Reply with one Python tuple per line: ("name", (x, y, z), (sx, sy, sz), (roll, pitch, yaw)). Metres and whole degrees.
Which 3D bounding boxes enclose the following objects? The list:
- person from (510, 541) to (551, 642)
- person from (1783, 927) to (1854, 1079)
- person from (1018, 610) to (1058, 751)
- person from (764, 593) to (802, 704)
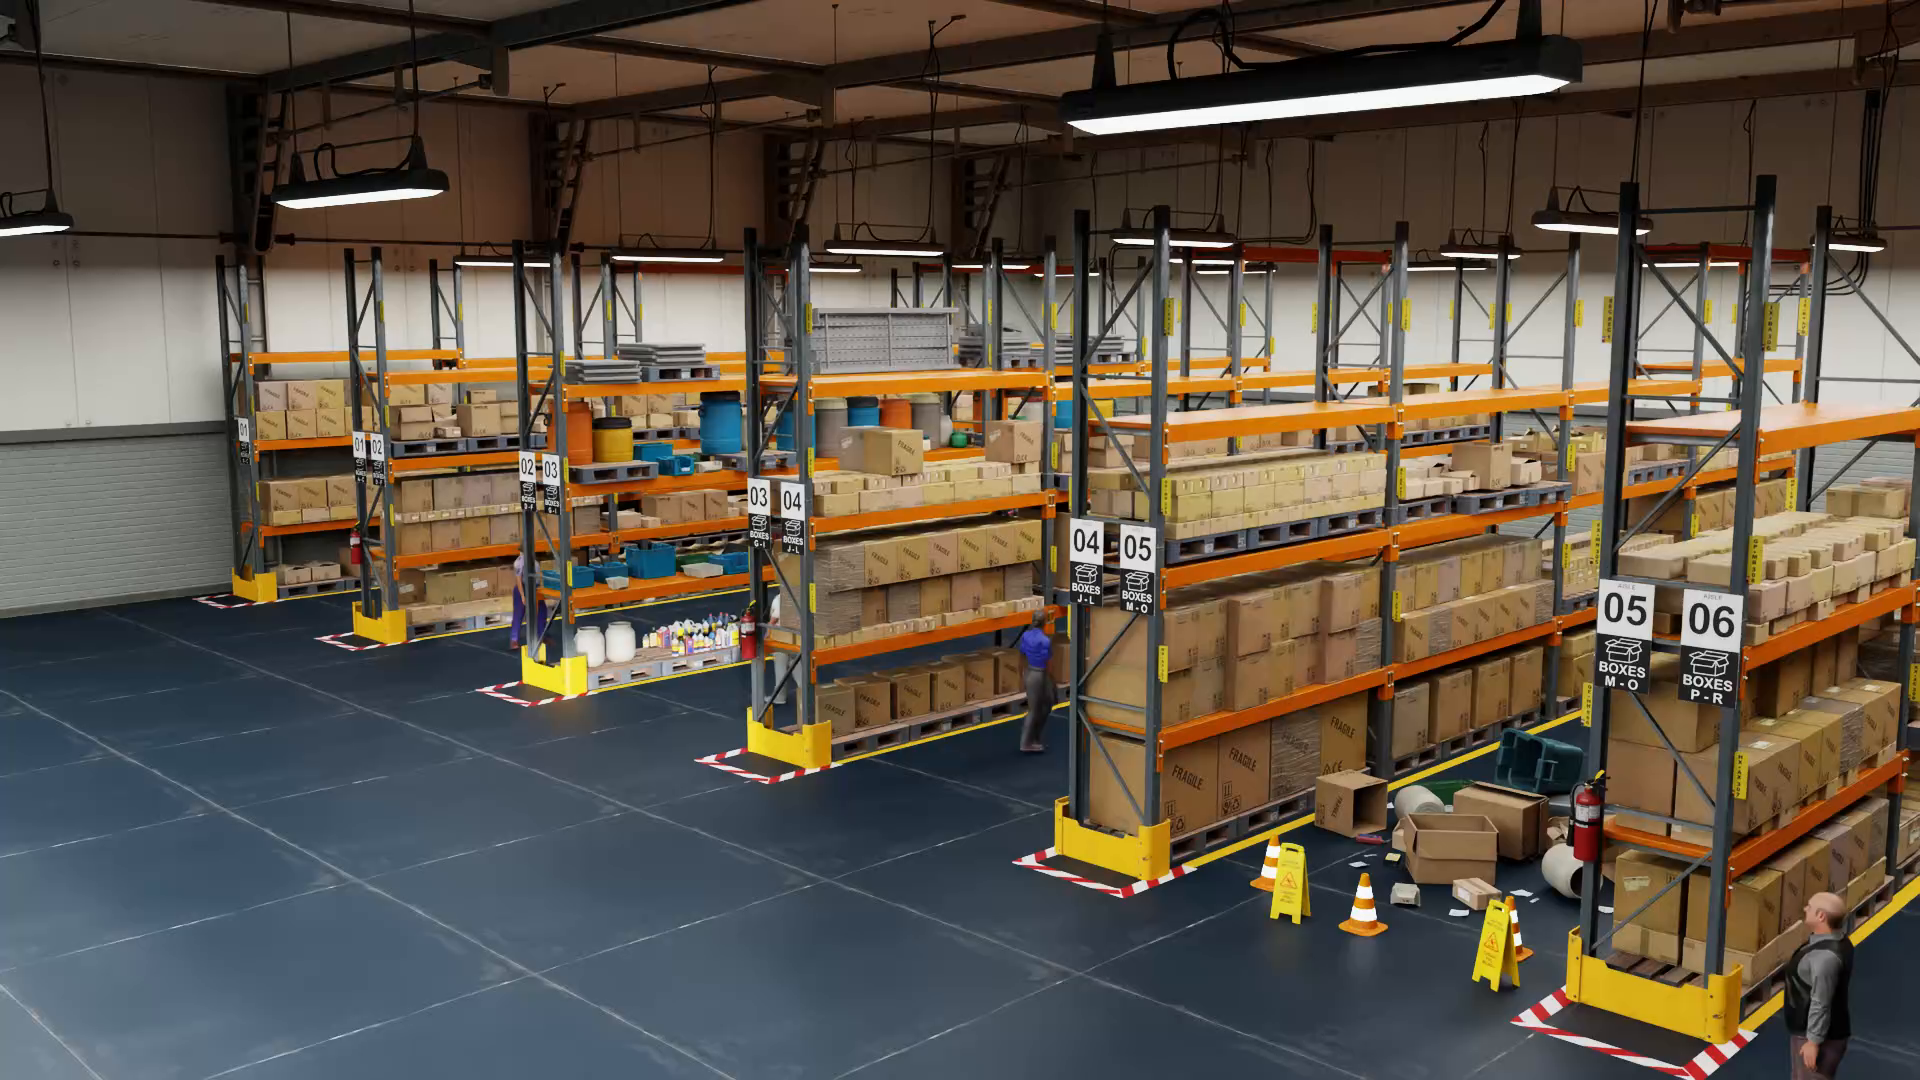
("person", (-6.529, 0.756, 25.137), (0.450, 1.563, 0.587), (5, 9, 31))
("person", (5.058, 3.024, 9.863), (0.383, 1.529, 0.558), (3, 9, 20))
("person", (0.920, 1.643, 19.190), (0.463, 1.693, 0.427), (-2, 8, -12))
("person", (-2.259, 1.269, 21.559), (0.529, 1.775, 0.607), (6, 10, 37))
